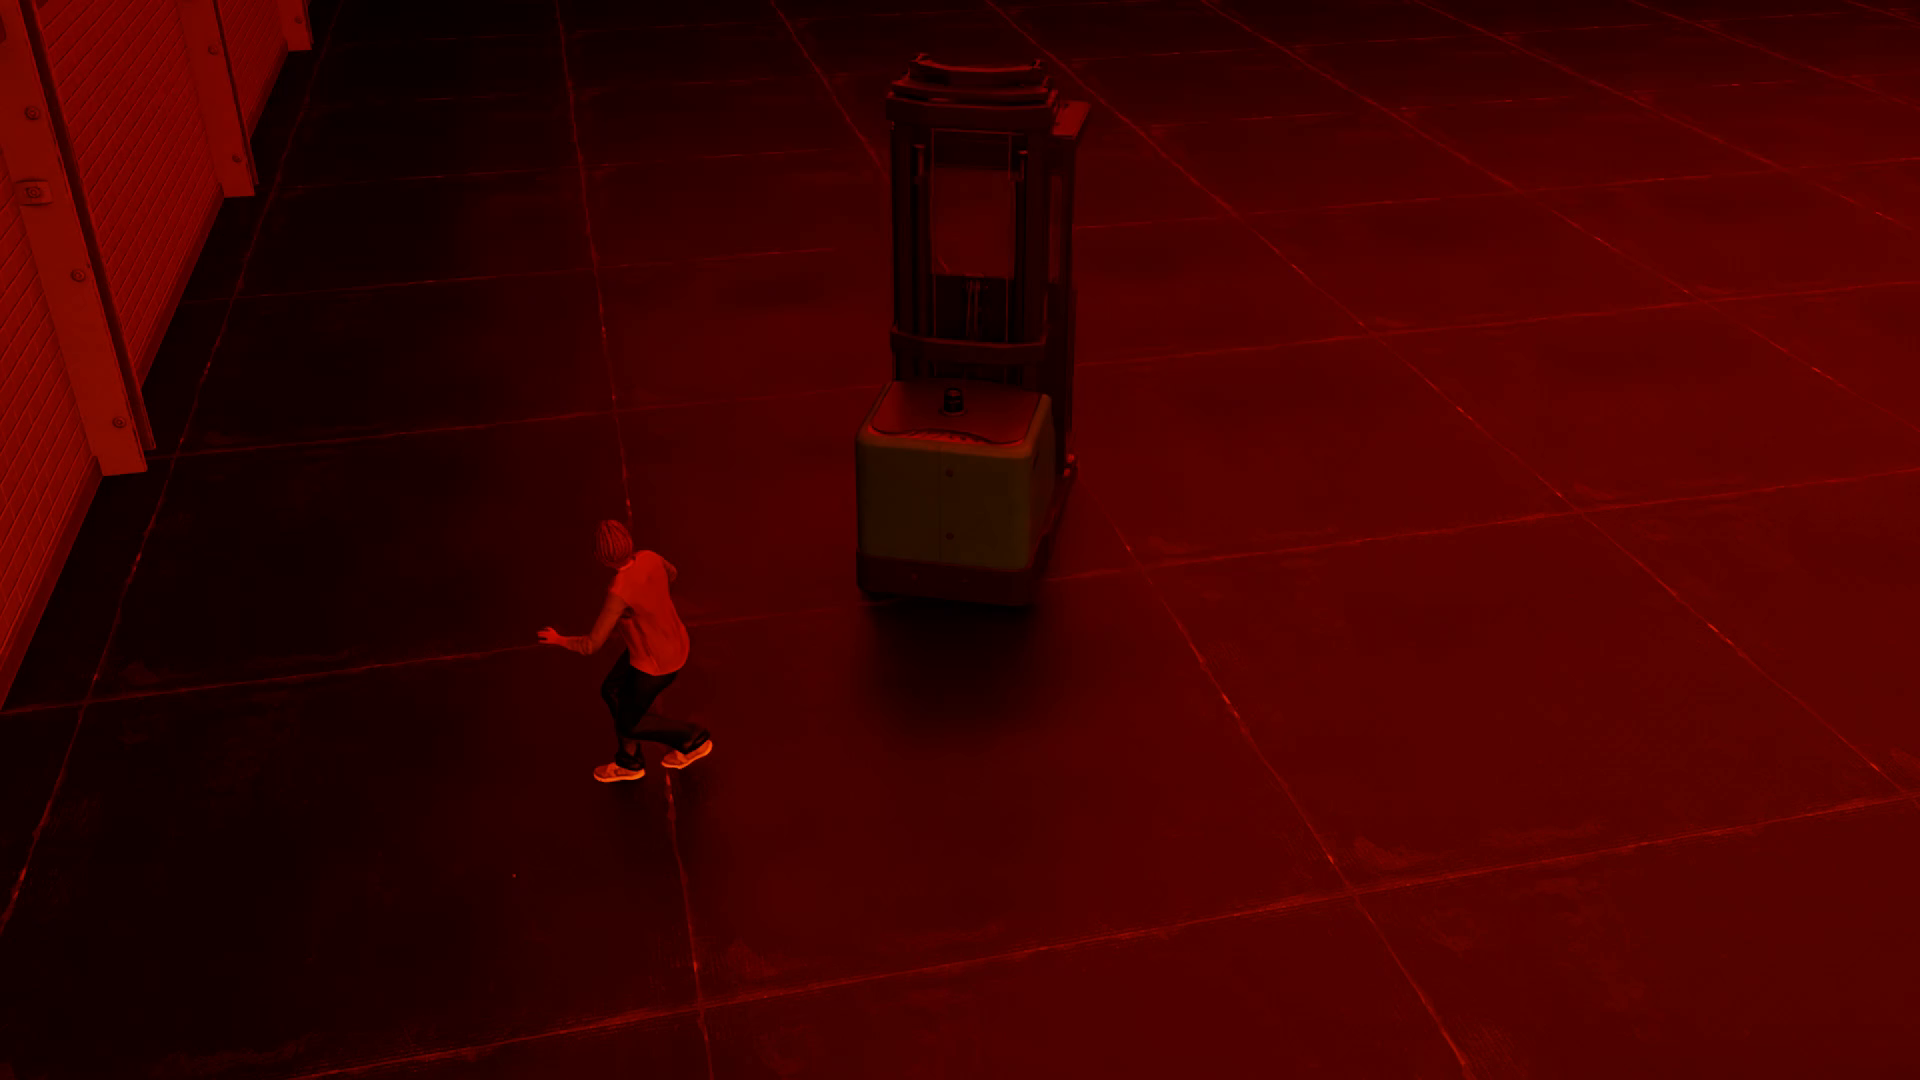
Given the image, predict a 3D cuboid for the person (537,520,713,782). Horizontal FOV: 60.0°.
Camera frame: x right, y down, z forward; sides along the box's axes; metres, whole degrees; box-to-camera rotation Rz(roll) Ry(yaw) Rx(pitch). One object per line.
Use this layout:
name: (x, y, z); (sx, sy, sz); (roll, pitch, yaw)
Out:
person: (-1.636, 0.518, 8.153); (0.770, 1.474, 0.745); (1, 30, 2)

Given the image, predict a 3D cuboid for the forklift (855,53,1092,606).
forklift: (0.185, -1.605, 10.346); (1.130, 2.935, 3.031); (6, 31, 10)
